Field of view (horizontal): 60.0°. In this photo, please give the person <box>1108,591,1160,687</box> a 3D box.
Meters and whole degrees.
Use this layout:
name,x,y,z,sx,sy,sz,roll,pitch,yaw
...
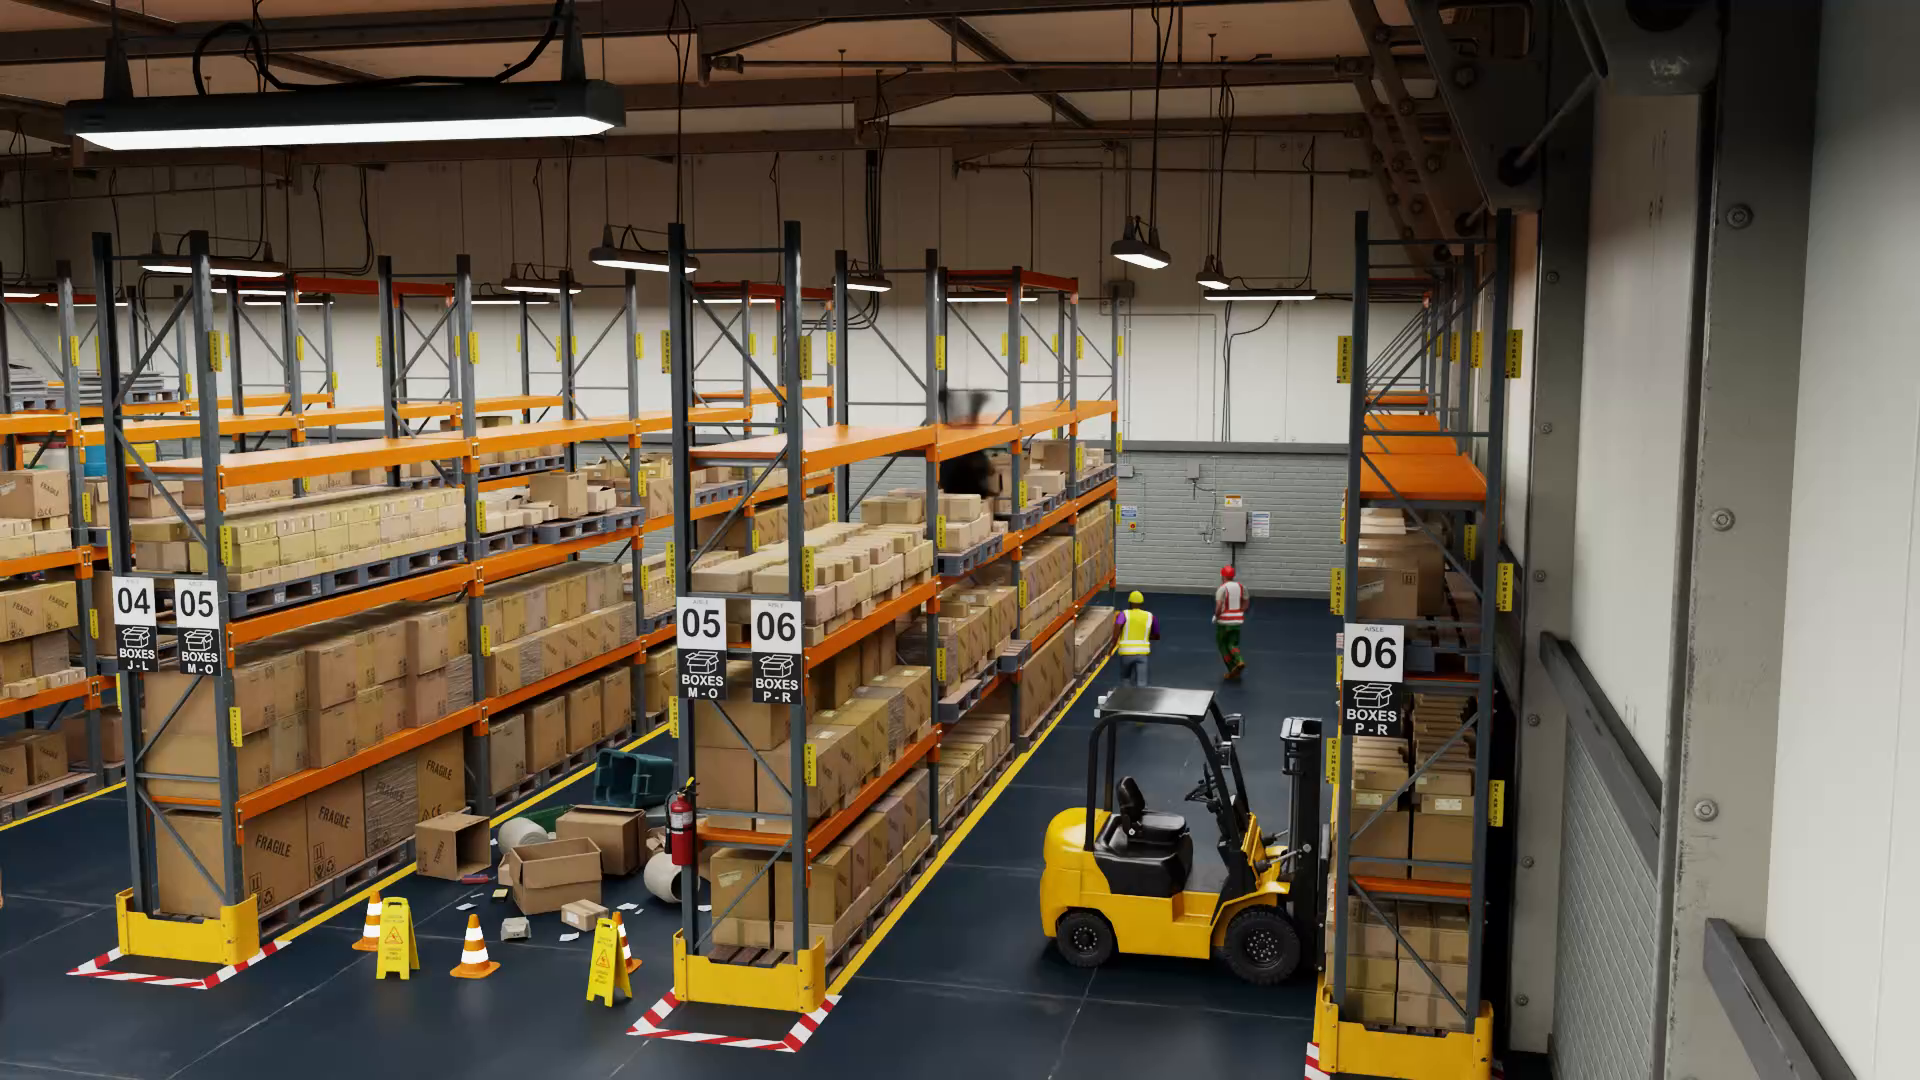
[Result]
name,x,y,z,sx,sy,sz,roll,pitch,yaw
person,2.348,1.567,22.378,0.717,1.724,0.995,0,7,2

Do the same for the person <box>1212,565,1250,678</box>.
name,x,y,z,sx,sy,sz,roll,pitch,yaw
person,4.130,1.263,25.041,0.637,1.736,0.680,-2,7,-19

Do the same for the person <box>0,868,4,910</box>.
name,x,y,z,sx,sy,sz,roll,pitch,yaw
person,-7.482,2.882,12.411,0.654,1.658,0.742,-6,9,-41
